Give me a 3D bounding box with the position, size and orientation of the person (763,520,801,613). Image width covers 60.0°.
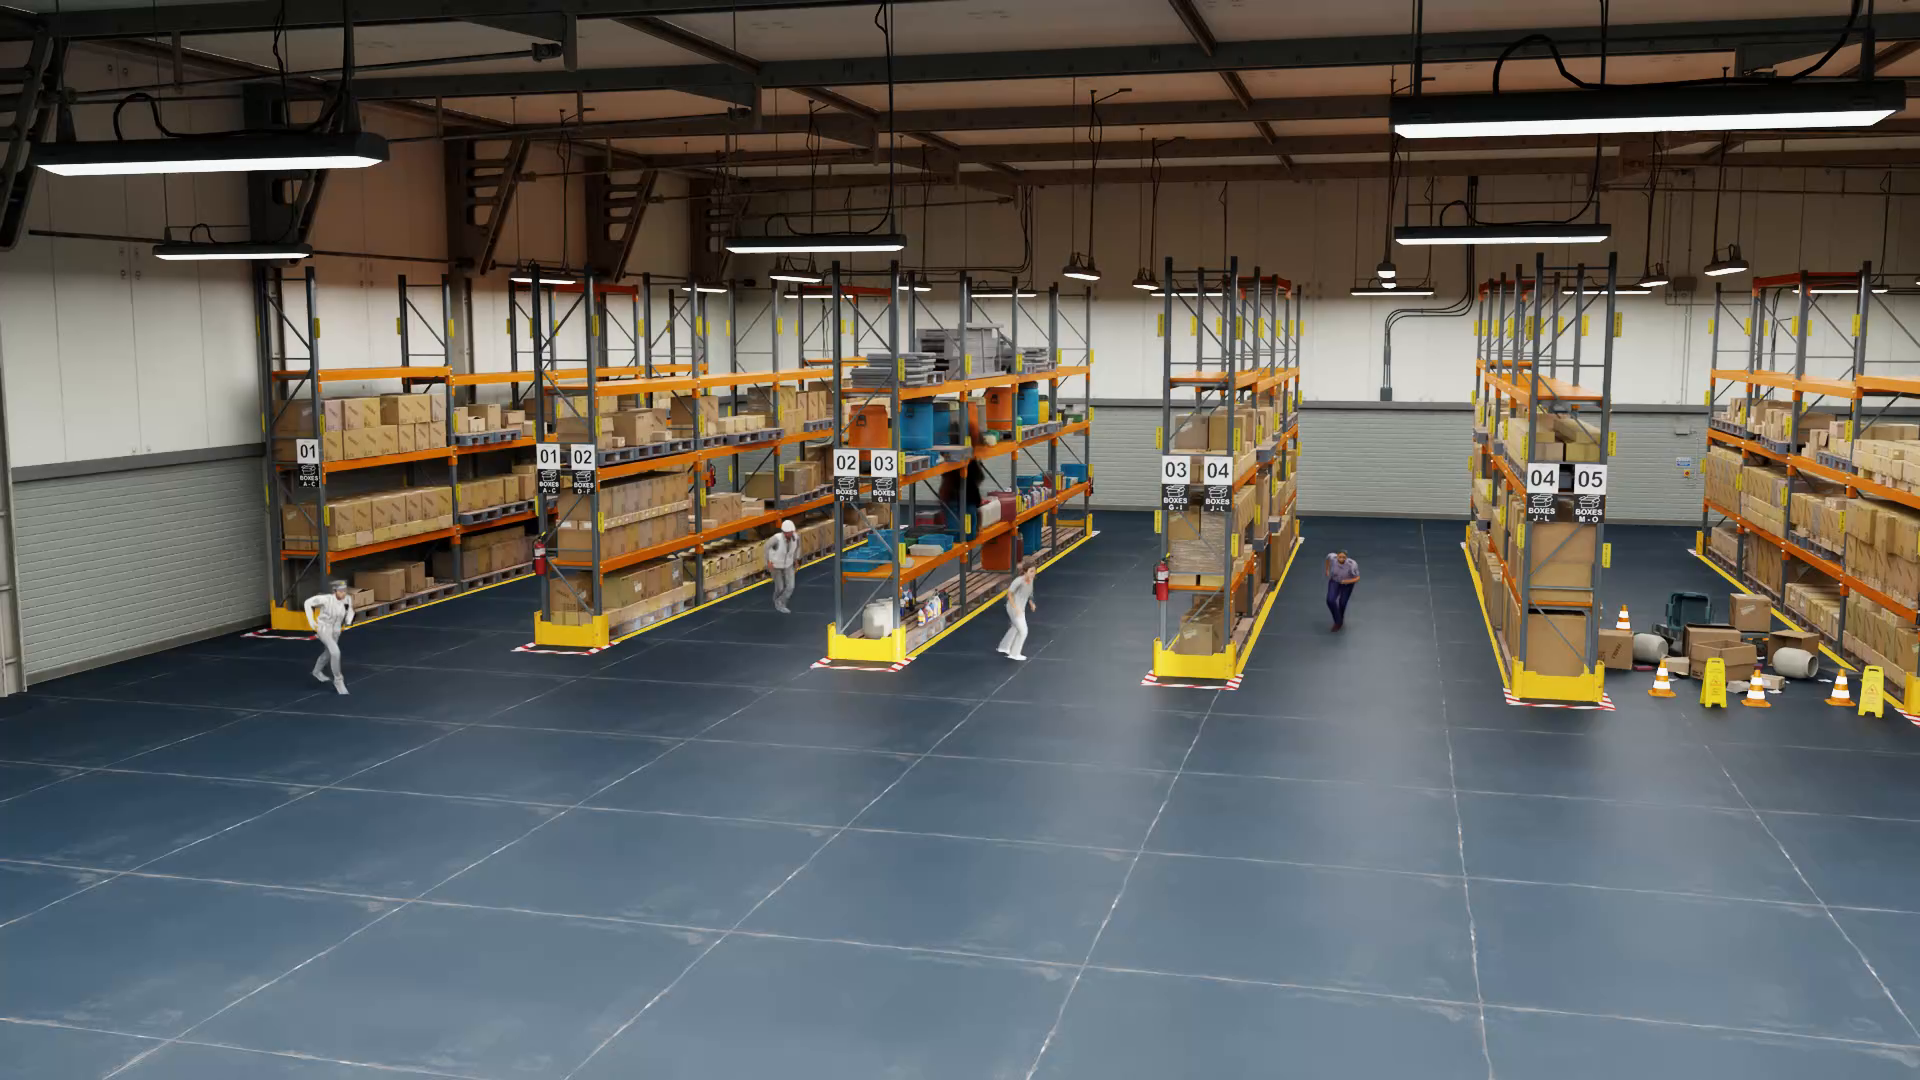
[{"bbox_3d":[-2.967,0.434,27.690,0.669,1.593,0.941,-3,8,-24],"label":"person"}]

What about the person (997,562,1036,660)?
[{"bbox_3d":[0.851,1.054,25.274,0.794,1.535,0.631,4,8,31],"label":"person"}]

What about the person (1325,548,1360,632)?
[{"bbox_3d":[6.397,0.802,27.800,0.591,1.445,1.096,2,8,18],"label":"person"}]

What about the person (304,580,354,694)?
[{"bbox_3d":[-8.793,1.328,23.096,0.955,1.624,0.664,6,10,40],"label":"person"}]
